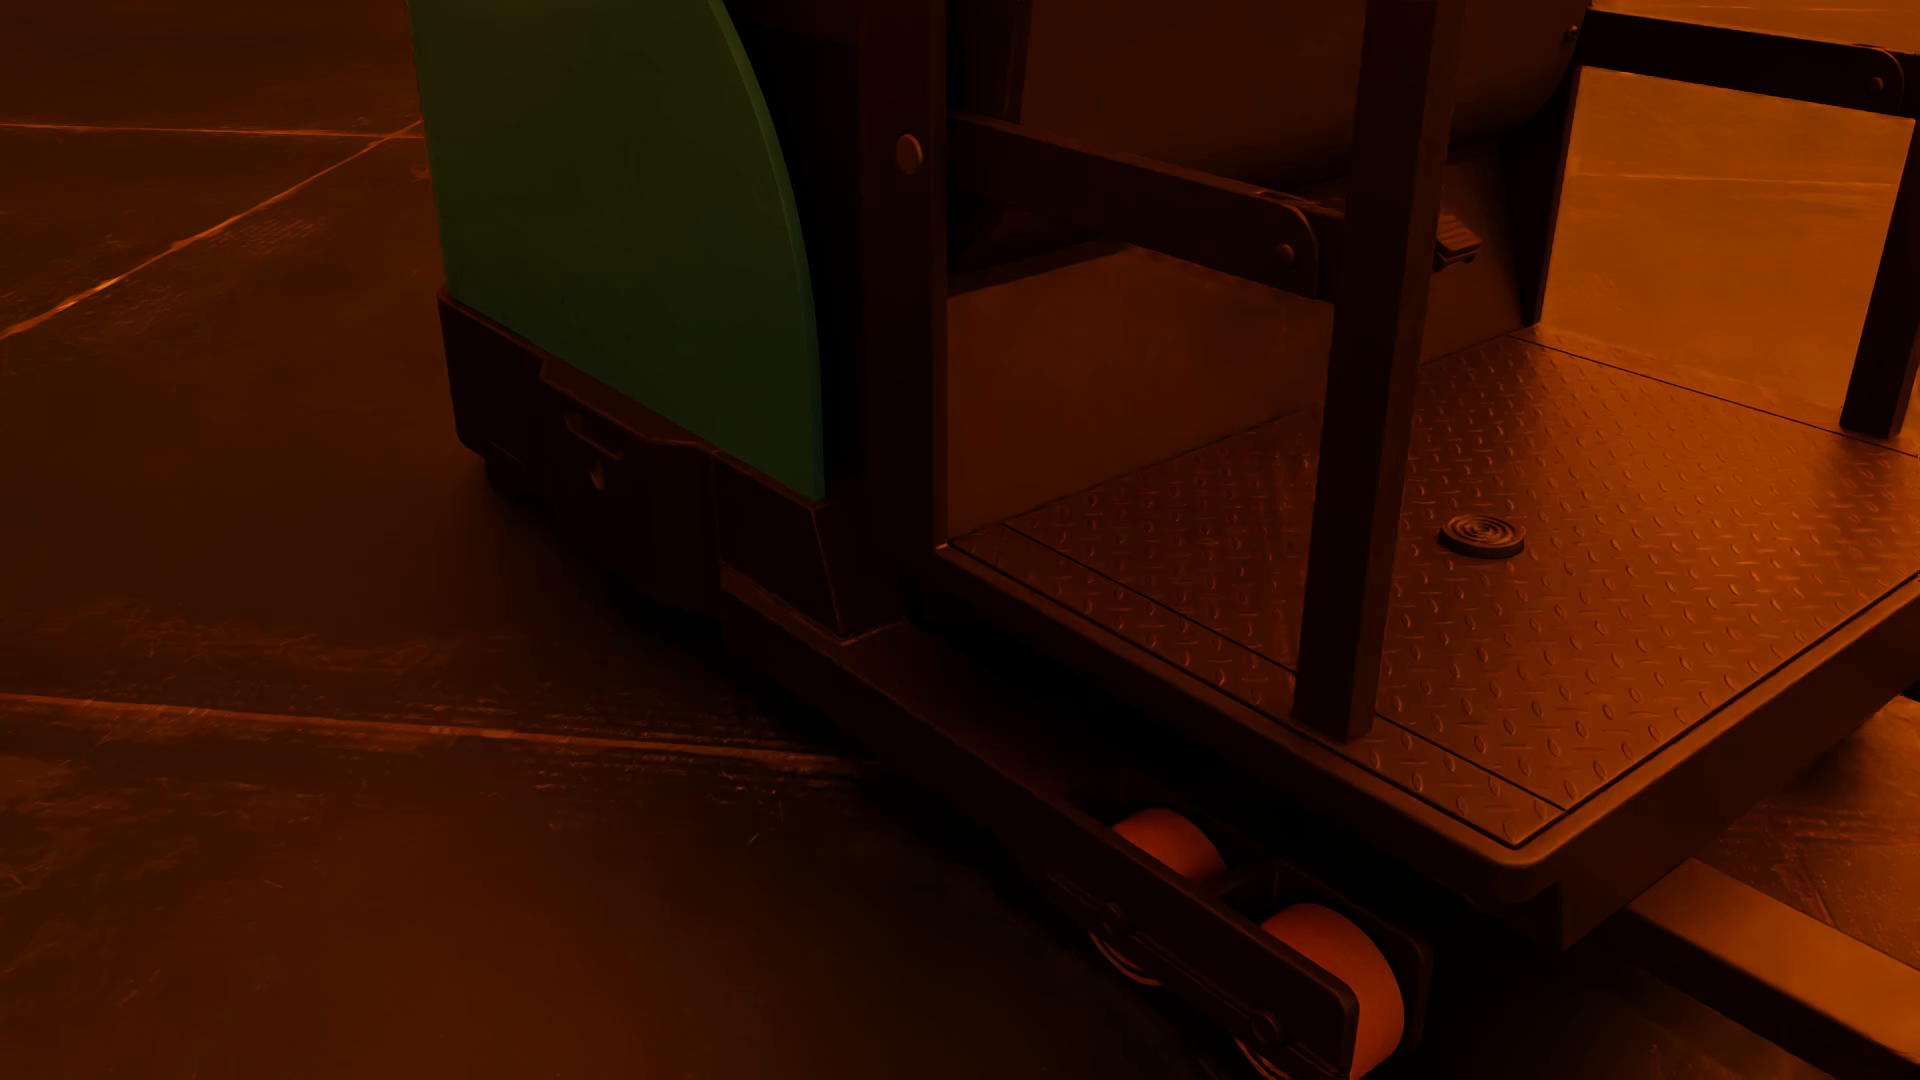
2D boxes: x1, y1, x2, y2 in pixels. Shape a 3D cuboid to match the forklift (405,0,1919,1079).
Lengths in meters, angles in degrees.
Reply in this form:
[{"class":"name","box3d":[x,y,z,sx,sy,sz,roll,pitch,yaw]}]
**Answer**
[{"class":"forklift","box3d":[0.517,-1.067,1.355,1.130,2.935,3.031,-20,33,-35]}]
